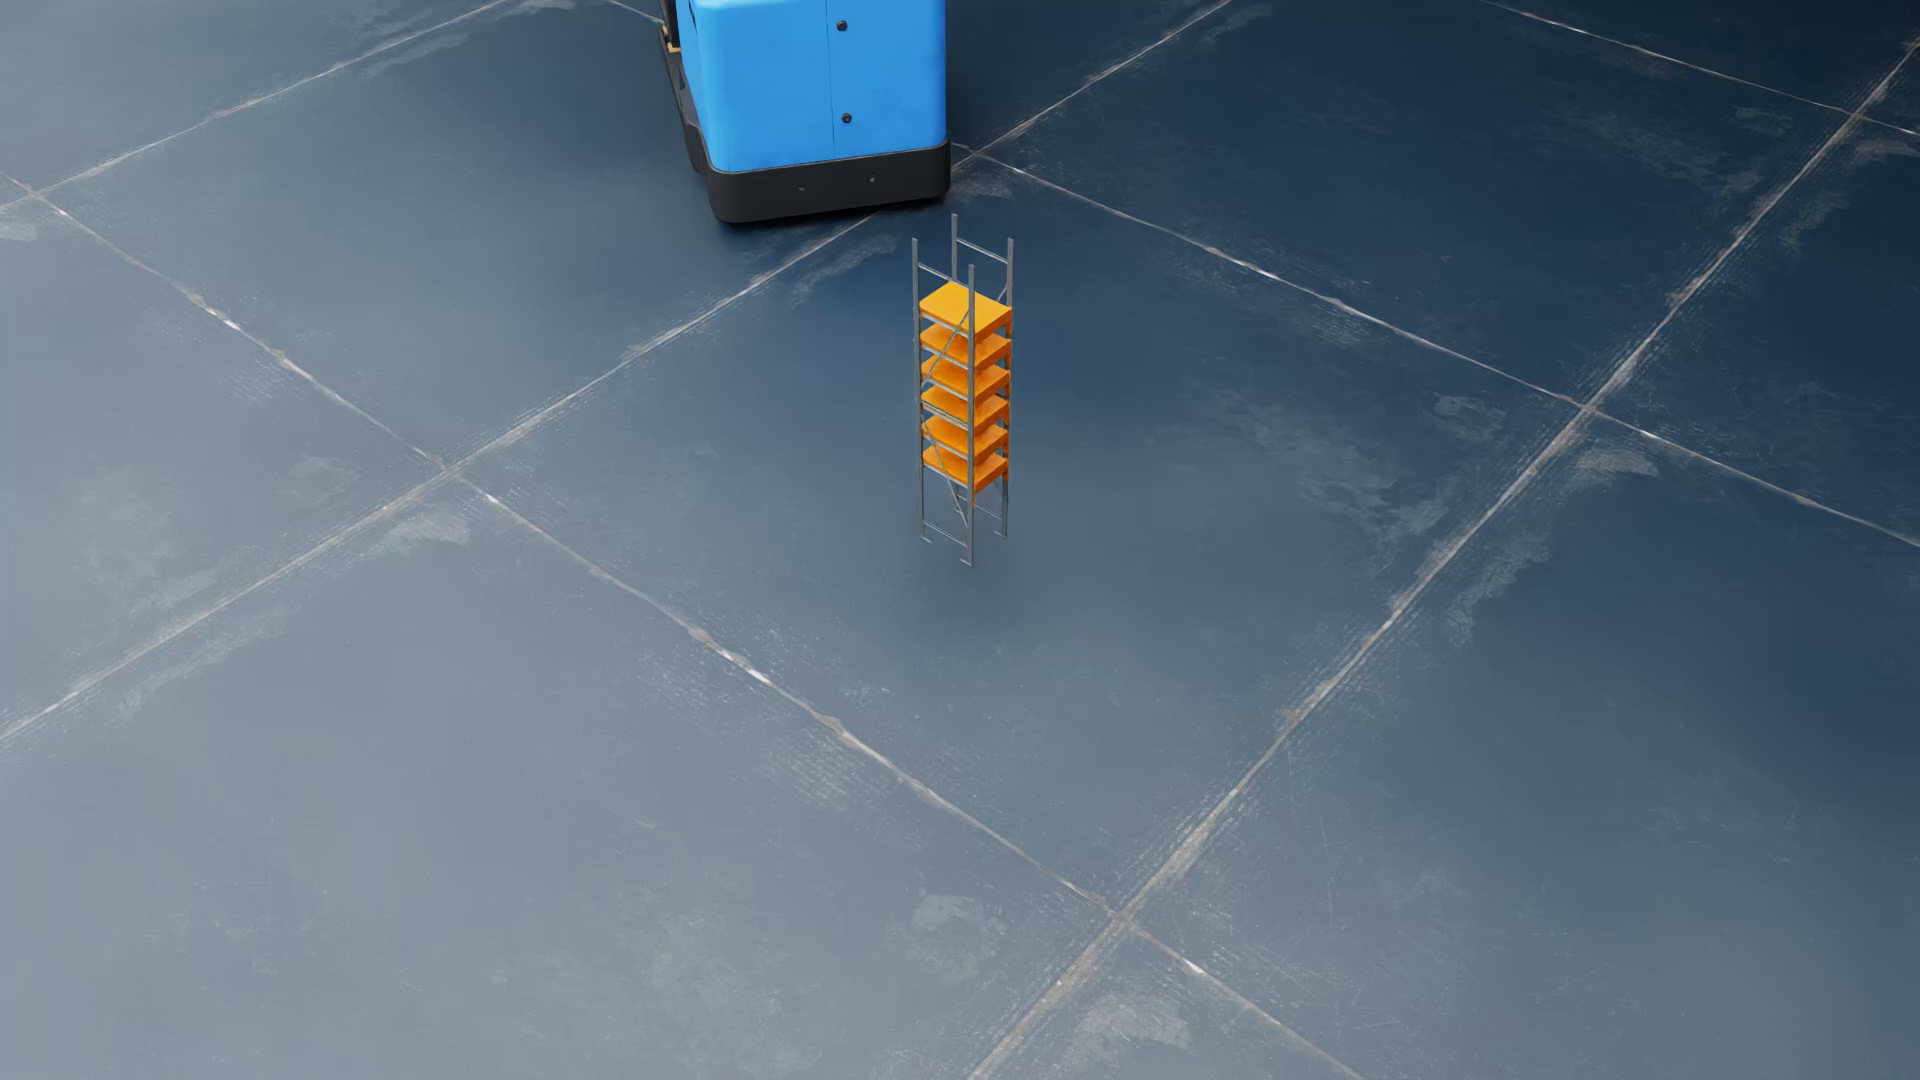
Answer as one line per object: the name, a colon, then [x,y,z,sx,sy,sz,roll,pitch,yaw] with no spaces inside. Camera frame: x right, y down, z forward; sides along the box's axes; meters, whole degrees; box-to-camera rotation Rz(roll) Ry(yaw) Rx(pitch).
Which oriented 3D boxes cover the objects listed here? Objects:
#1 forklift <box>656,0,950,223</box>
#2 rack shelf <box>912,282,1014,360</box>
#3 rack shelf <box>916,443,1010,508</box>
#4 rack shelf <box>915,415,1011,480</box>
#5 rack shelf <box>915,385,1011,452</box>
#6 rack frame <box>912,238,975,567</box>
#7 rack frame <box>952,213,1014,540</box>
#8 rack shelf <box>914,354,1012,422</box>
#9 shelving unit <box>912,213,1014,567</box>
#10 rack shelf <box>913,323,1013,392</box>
forklift: [-0.906,-3.450,7.365,1.130,2.935,3.031,-10,43,-11]
rack shelf: [0.009,-0.685,5.142,0.258,0.103,0.180,29,50,28]
rack shelf: [0.009,-0.241,5.546,0.258,0.103,0.180,29,50,28]
rack shelf: [0.009,-0.330,5.465,0.258,0.103,0.180,29,50,28]
rack shelf: [0.009,-0.419,5.384,0.258,0.103,0.180,29,50,28]
rack frame: [-0.050,-0.404,5.303,0.240,1.200,0.006,29,50,28]
rack frame: [0.068,-0.498,5.406,0.240,1.200,0.006,29,50,28]
rack shelf: [0.009,-0.507,5.304,0.258,0.103,0.180,29,50,28]
shelving unit: [0.009,-0.451,5.355,0.258,1.200,0.189,29,50,28]
rack shelf: [0.009,-0.596,5.223,0.258,0.103,0.180,29,50,28]
